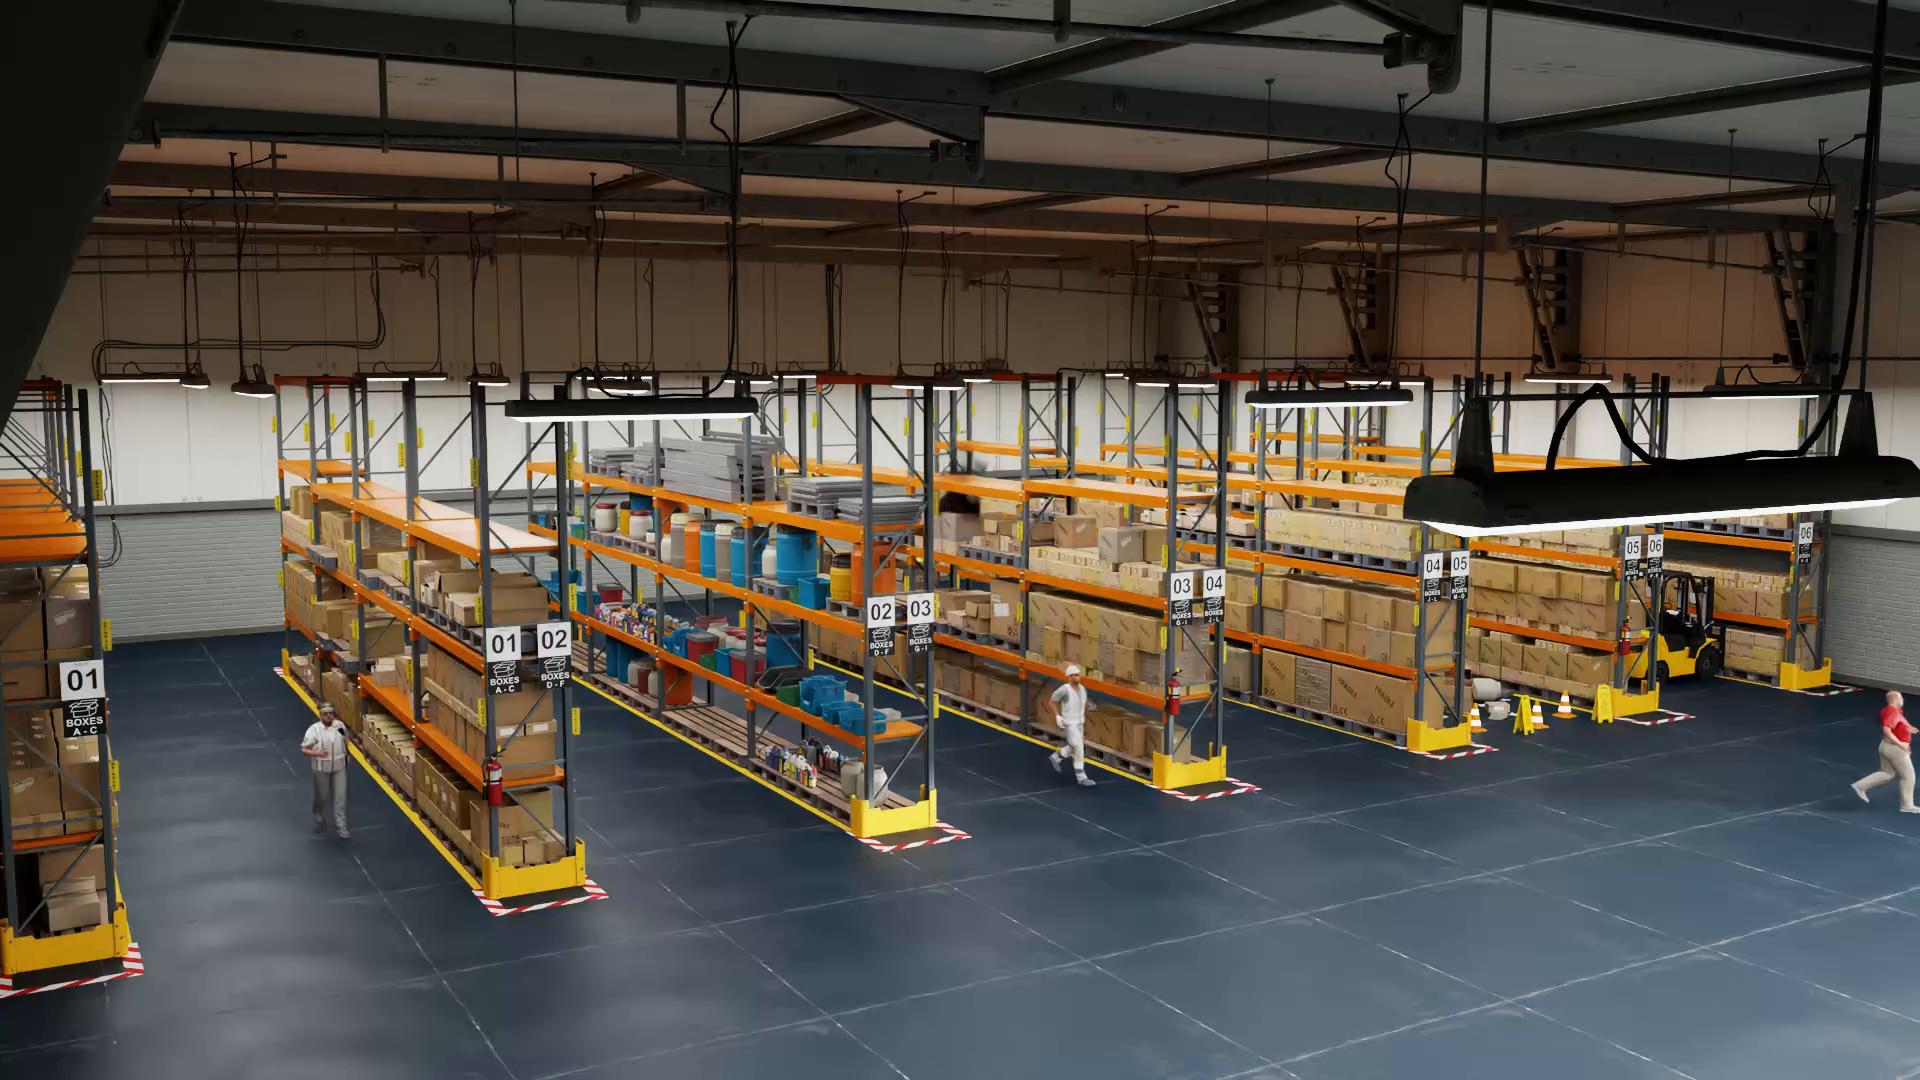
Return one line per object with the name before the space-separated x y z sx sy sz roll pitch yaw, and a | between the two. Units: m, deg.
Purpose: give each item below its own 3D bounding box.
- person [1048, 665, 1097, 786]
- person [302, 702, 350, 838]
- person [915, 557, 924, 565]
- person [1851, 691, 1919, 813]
person | 1.649 2.734 24.739 0.907 1.769 0.660 6 8 42
person | -8.359 3.007 22.041 0.665 1.752 1.010 -5 8 -36
person | -0.962 1.241 38.669 0.795 1.703 0.611 -3 7 -22
person | 13.002 2.942 23.200 0.921 1.696 0.674 1 6 11
